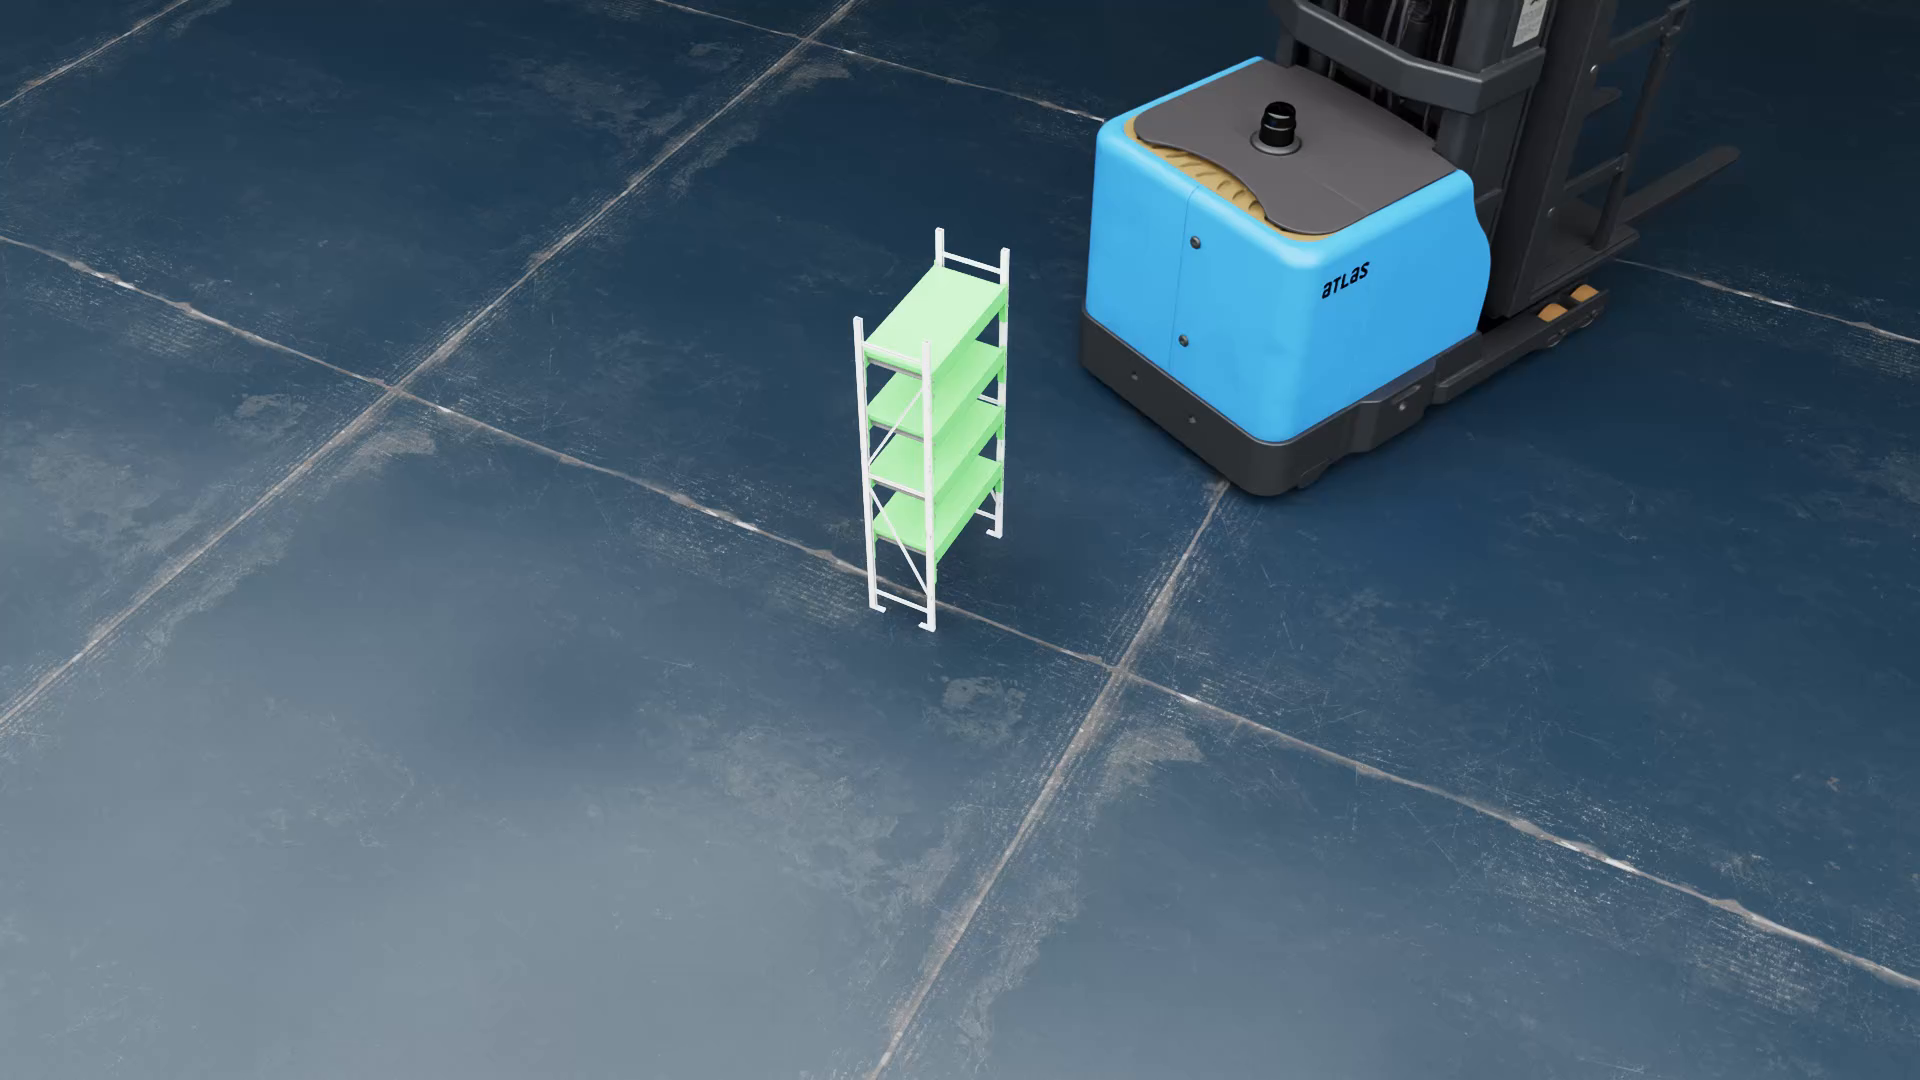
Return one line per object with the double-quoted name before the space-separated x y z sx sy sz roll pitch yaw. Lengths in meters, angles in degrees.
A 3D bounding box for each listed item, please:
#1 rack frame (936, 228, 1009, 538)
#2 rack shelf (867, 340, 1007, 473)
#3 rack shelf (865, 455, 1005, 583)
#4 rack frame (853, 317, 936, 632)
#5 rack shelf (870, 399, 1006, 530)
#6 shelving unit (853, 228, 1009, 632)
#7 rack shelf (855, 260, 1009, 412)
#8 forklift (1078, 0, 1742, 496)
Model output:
"rack frame" 0.036 -0.471 5.372 0.240 1.200 0.015 20 49 19
"rack shelf" -0.077 -0.441 5.095 0.258 0.148 0.480 20 49 19
"rack shelf" -0.077 -0.104 5.436 0.258 0.148 0.480 20 49 19
"rack frame" -0.190 -0.164 5.068 0.240 1.200 0.015 20 49 19
"rack shelf" -0.077 -0.273 5.266 0.258 0.148 0.480 20 49 19
"shelving unit" -0.077 -0.317 5.220 0.258 1.200 0.503 20 49 19
"rack shelf" -0.077 -0.610 4.924 0.258 0.148 0.480 20 49 19
"forklift" 1.926 -2.056 5.721 3.031 2.935 1.130 -29 52 -26
